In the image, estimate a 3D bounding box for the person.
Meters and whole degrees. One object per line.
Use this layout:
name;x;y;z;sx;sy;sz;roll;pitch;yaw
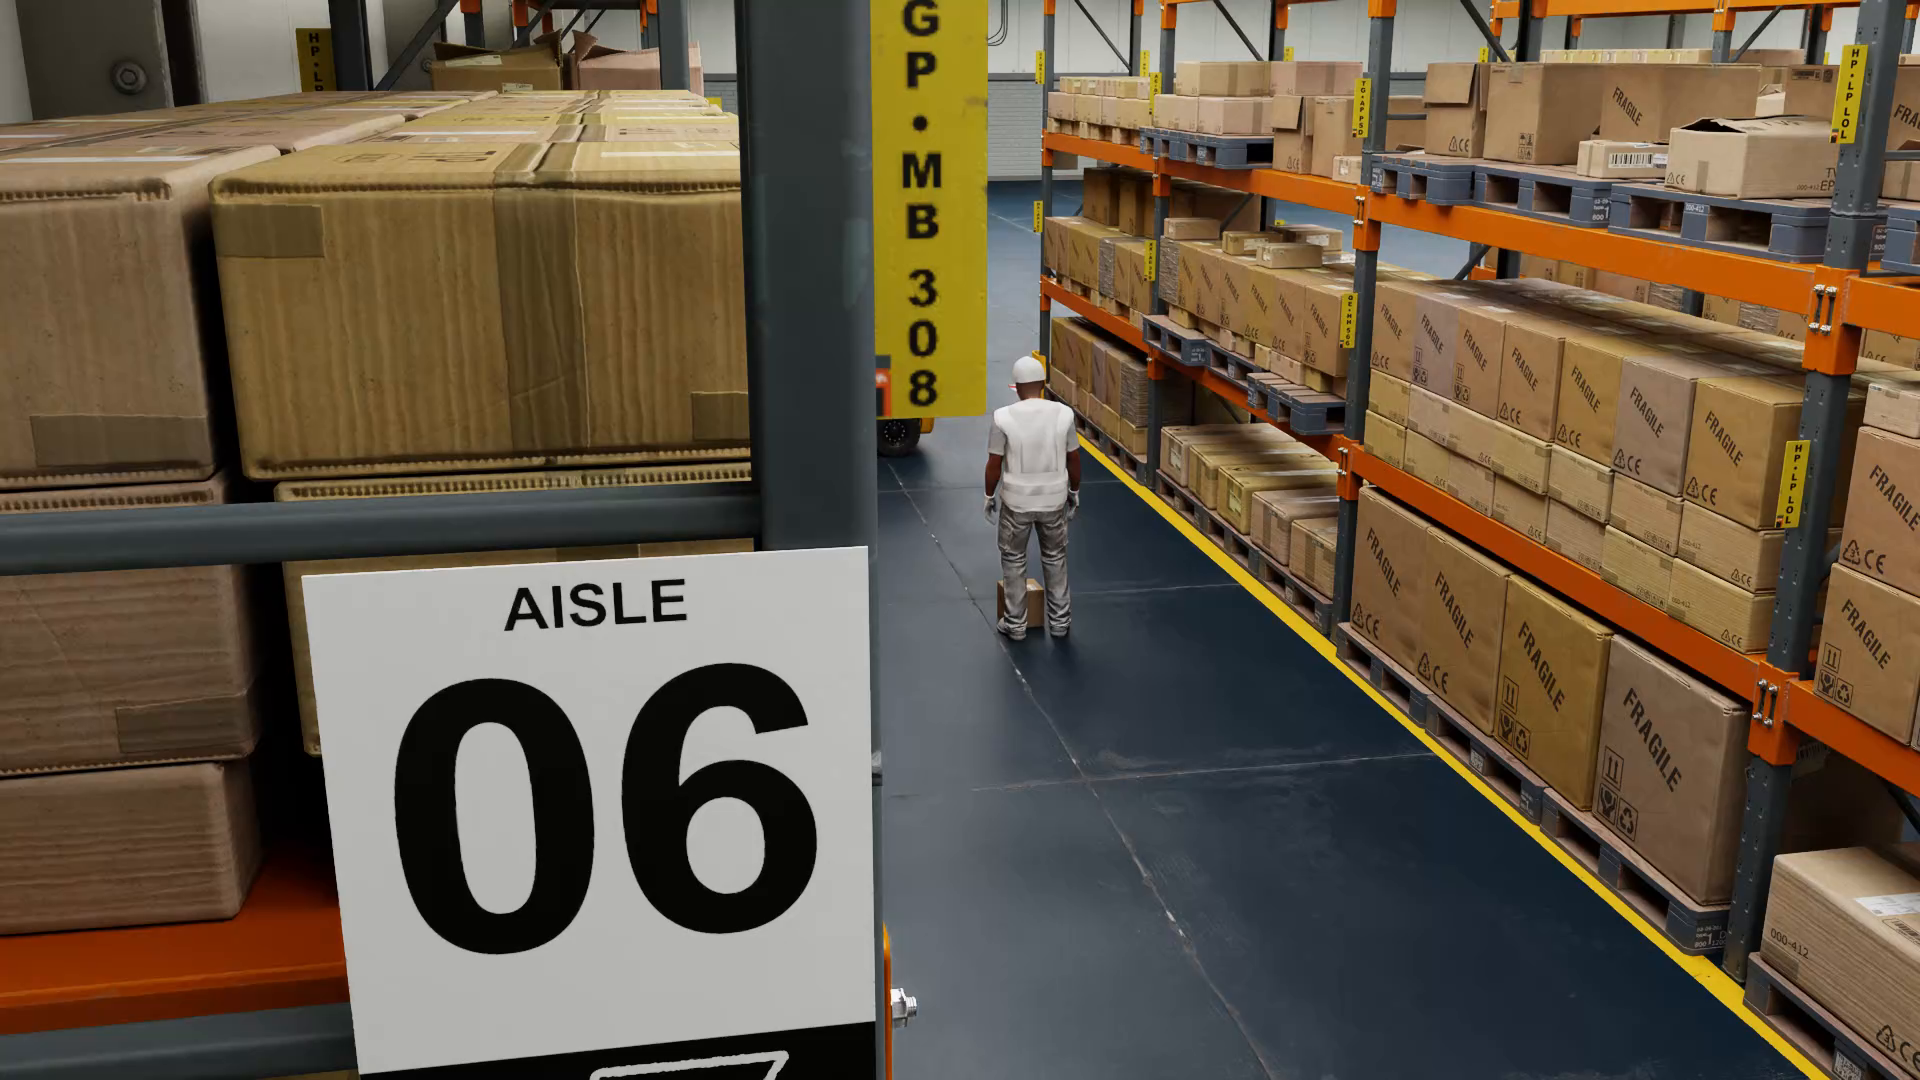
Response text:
person;0.453;-0.255;10.392;0.617;1.775;0.446;-3;16;-10
